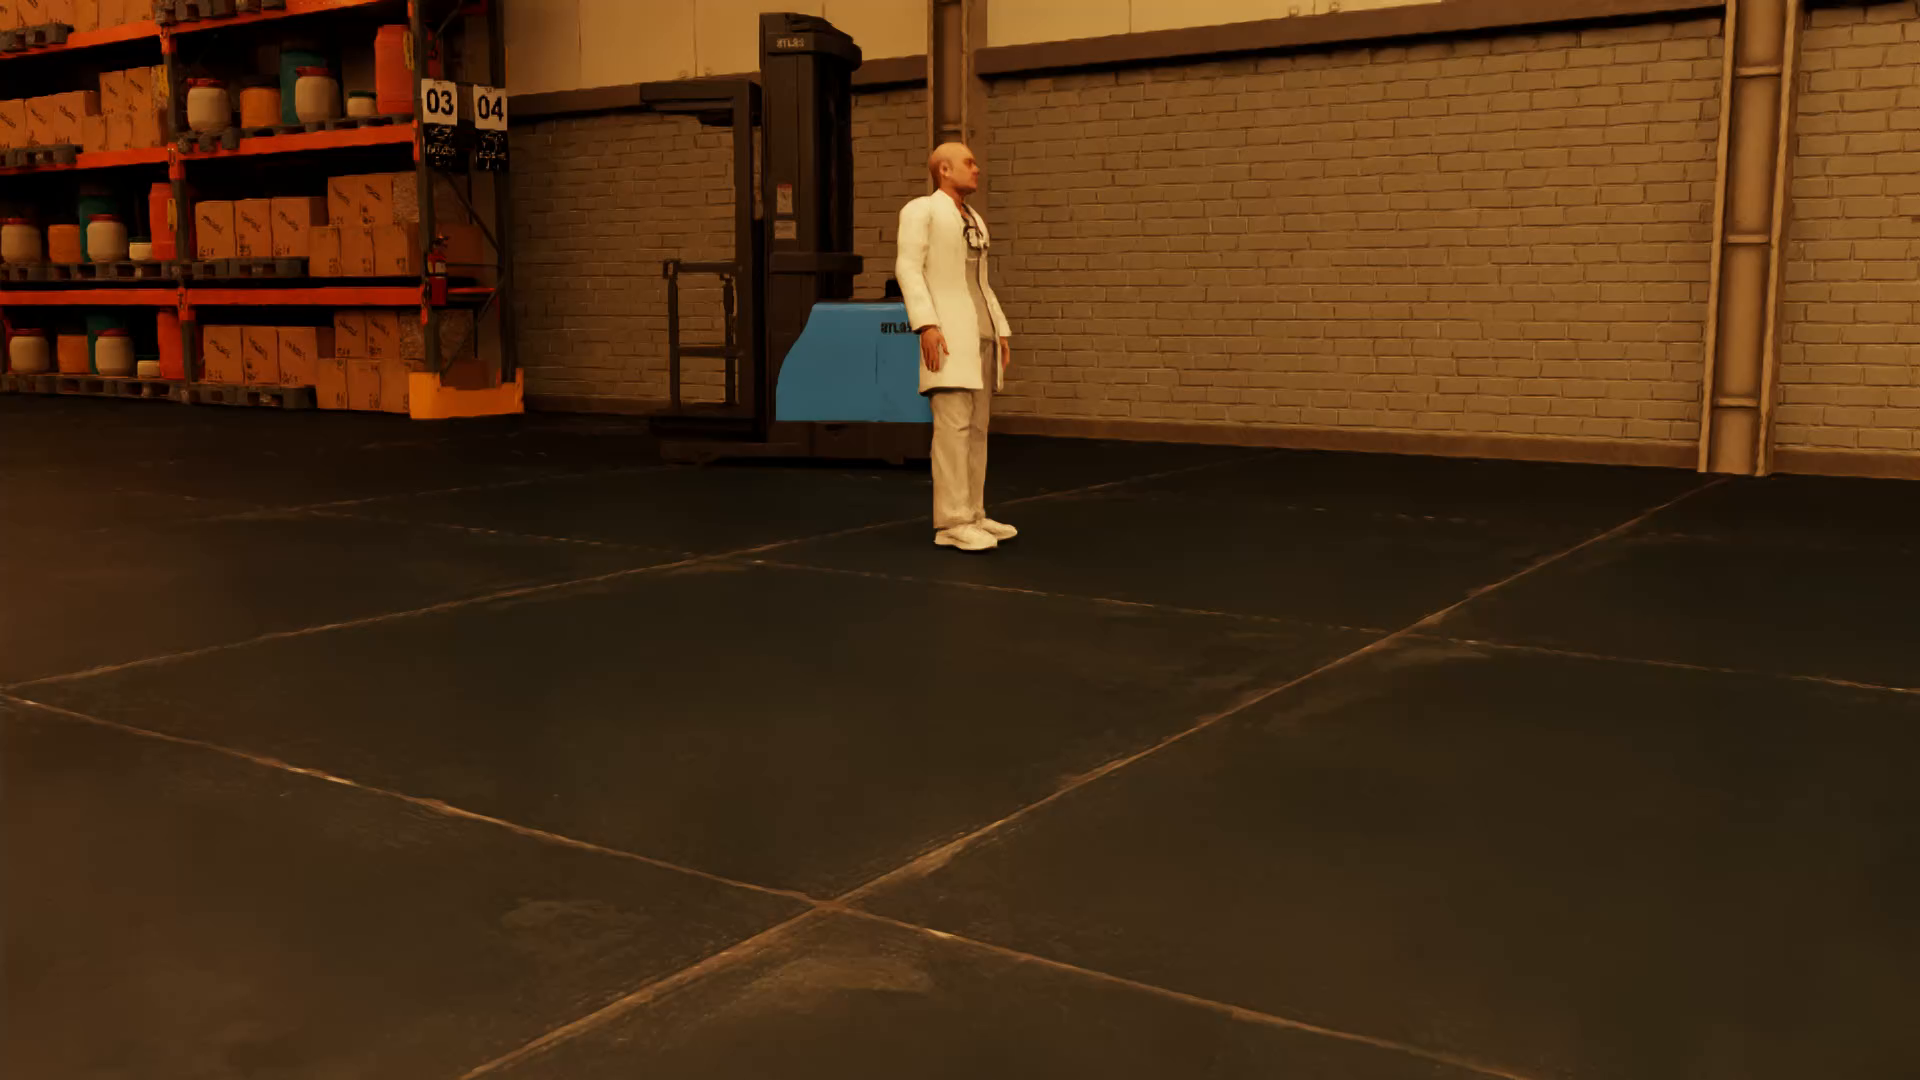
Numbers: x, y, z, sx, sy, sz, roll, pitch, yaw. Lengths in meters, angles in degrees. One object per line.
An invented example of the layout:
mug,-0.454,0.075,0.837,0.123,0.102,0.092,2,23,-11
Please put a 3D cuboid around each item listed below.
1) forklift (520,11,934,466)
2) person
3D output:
forklift,-1.527,-2.020,11.395,3.031,2.935,1.130,2,8,14
person,0.073,-0.879,7.423,0.579,1.776,0.694,5,10,34
